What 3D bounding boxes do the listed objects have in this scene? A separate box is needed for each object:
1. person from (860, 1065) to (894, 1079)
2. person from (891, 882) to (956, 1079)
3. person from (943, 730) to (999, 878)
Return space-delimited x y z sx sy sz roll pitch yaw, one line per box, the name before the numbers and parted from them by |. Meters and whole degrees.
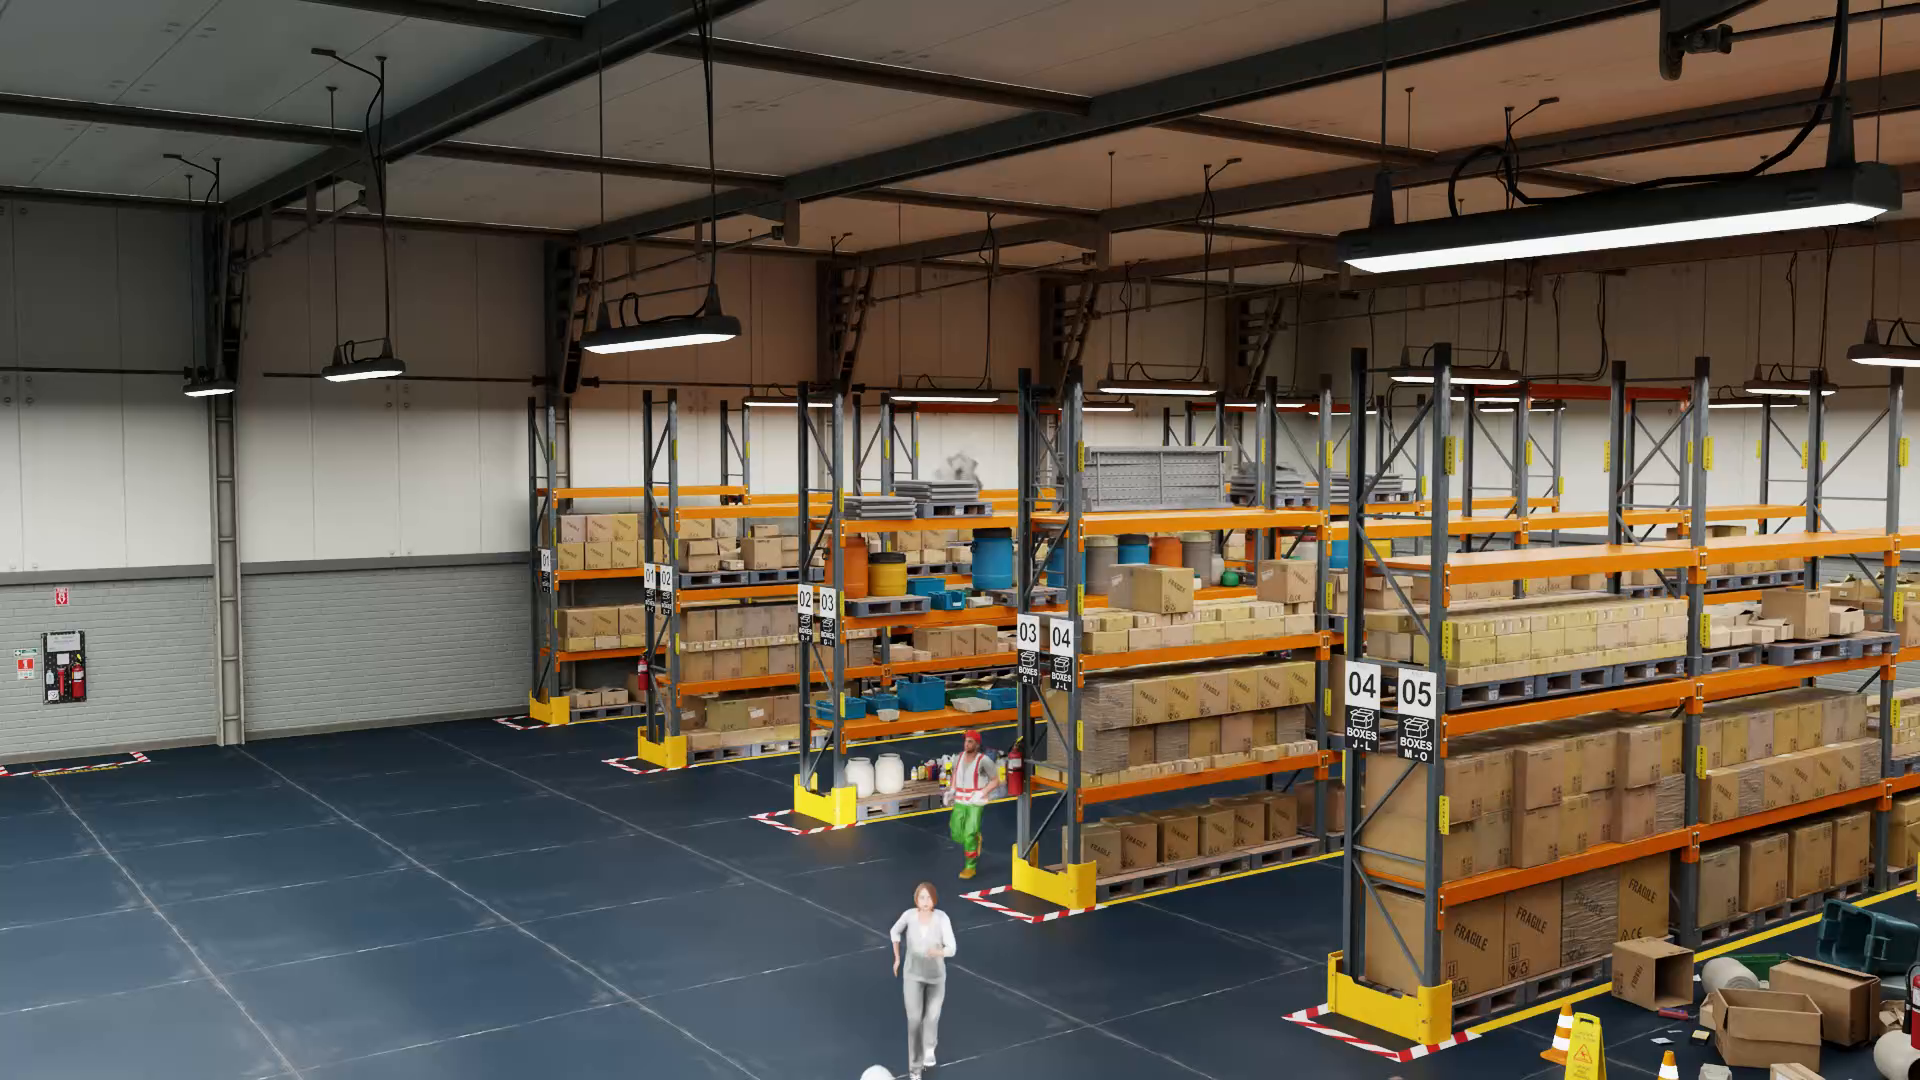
person | -0.465 3.755 8.992 0.673 1.823 0.753 0 3 -5
person | -0.293 3.566 13.408 0.507 1.646 0.728 0 3 -6
person | 0.154 3.129 19.831 0.657 1.743 0.605 2 4 34
